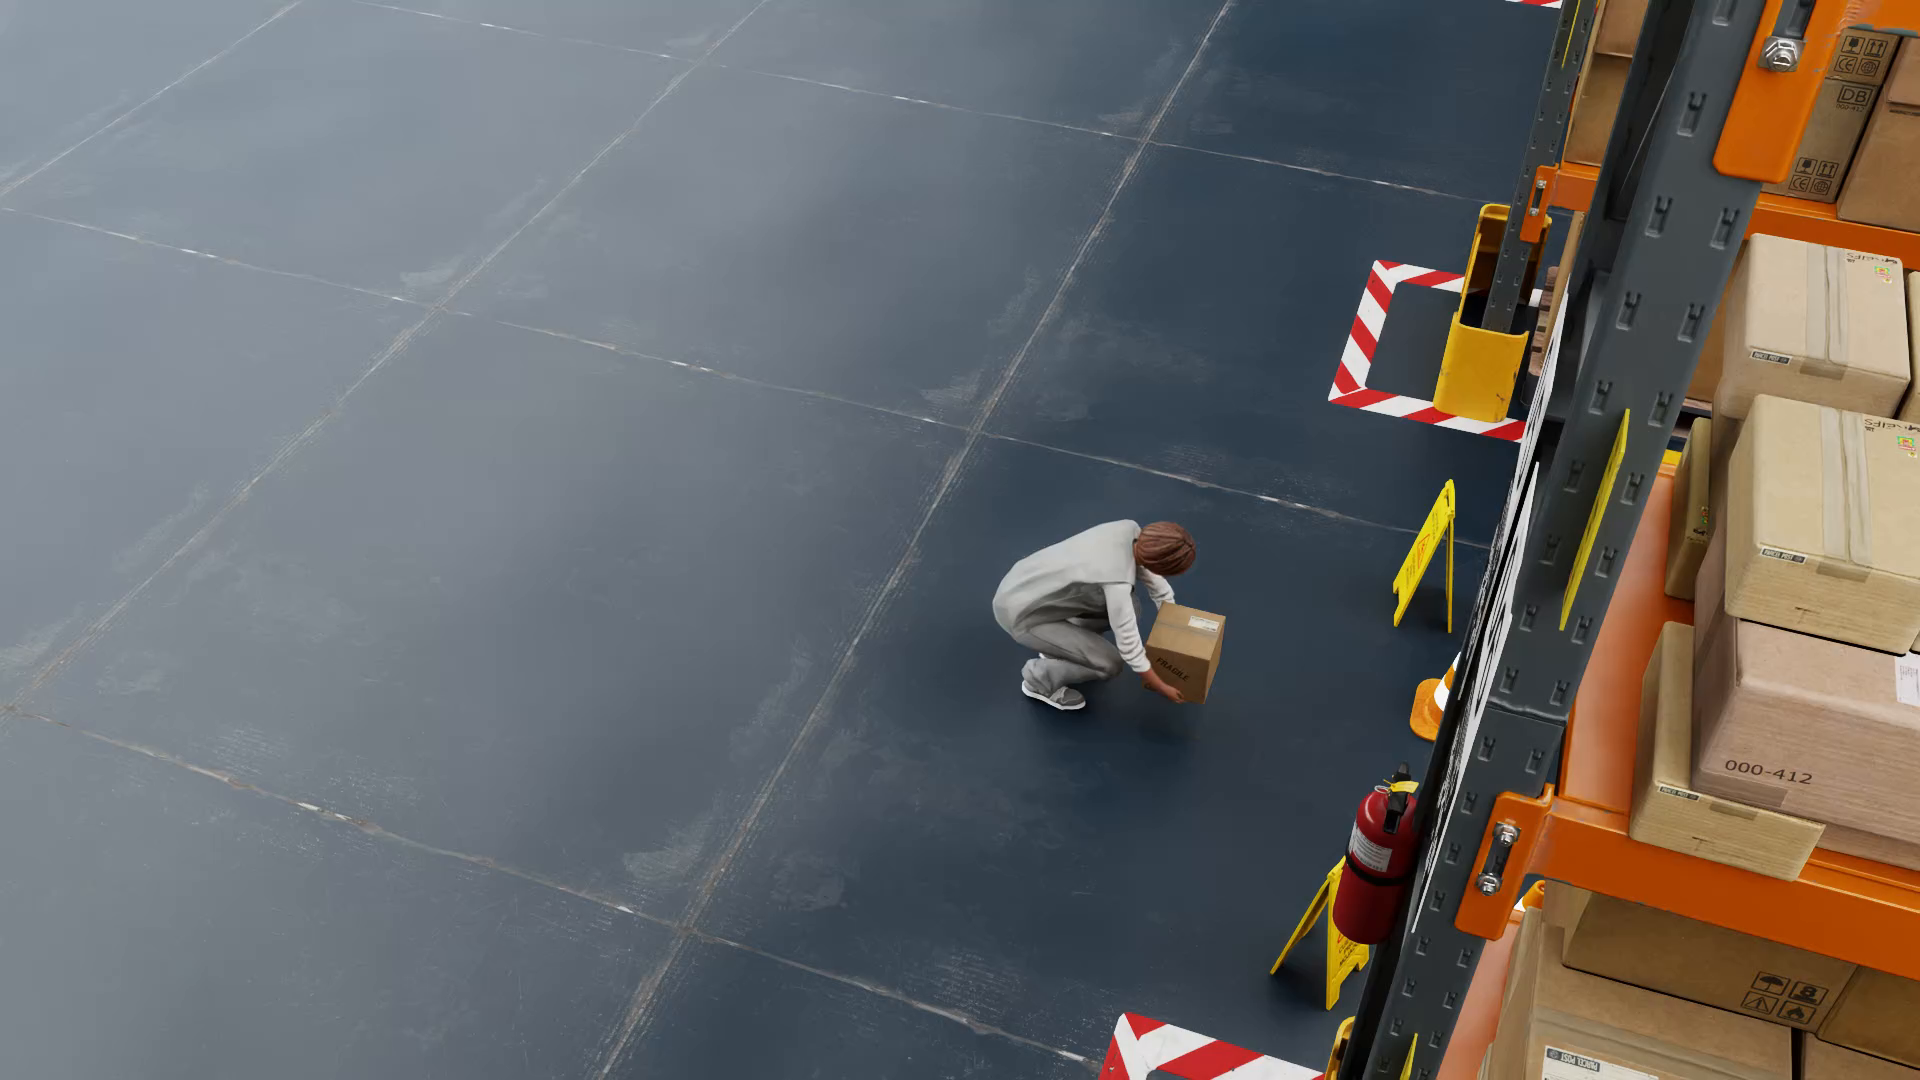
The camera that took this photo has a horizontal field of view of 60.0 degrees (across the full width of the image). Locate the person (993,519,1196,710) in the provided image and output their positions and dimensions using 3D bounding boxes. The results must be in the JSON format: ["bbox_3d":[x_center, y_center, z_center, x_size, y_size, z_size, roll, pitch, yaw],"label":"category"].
[{"bbox_3d":[0.536,0.259,6.414,0.817,0.888,0.445,14,44,15],"label":"person"}]
